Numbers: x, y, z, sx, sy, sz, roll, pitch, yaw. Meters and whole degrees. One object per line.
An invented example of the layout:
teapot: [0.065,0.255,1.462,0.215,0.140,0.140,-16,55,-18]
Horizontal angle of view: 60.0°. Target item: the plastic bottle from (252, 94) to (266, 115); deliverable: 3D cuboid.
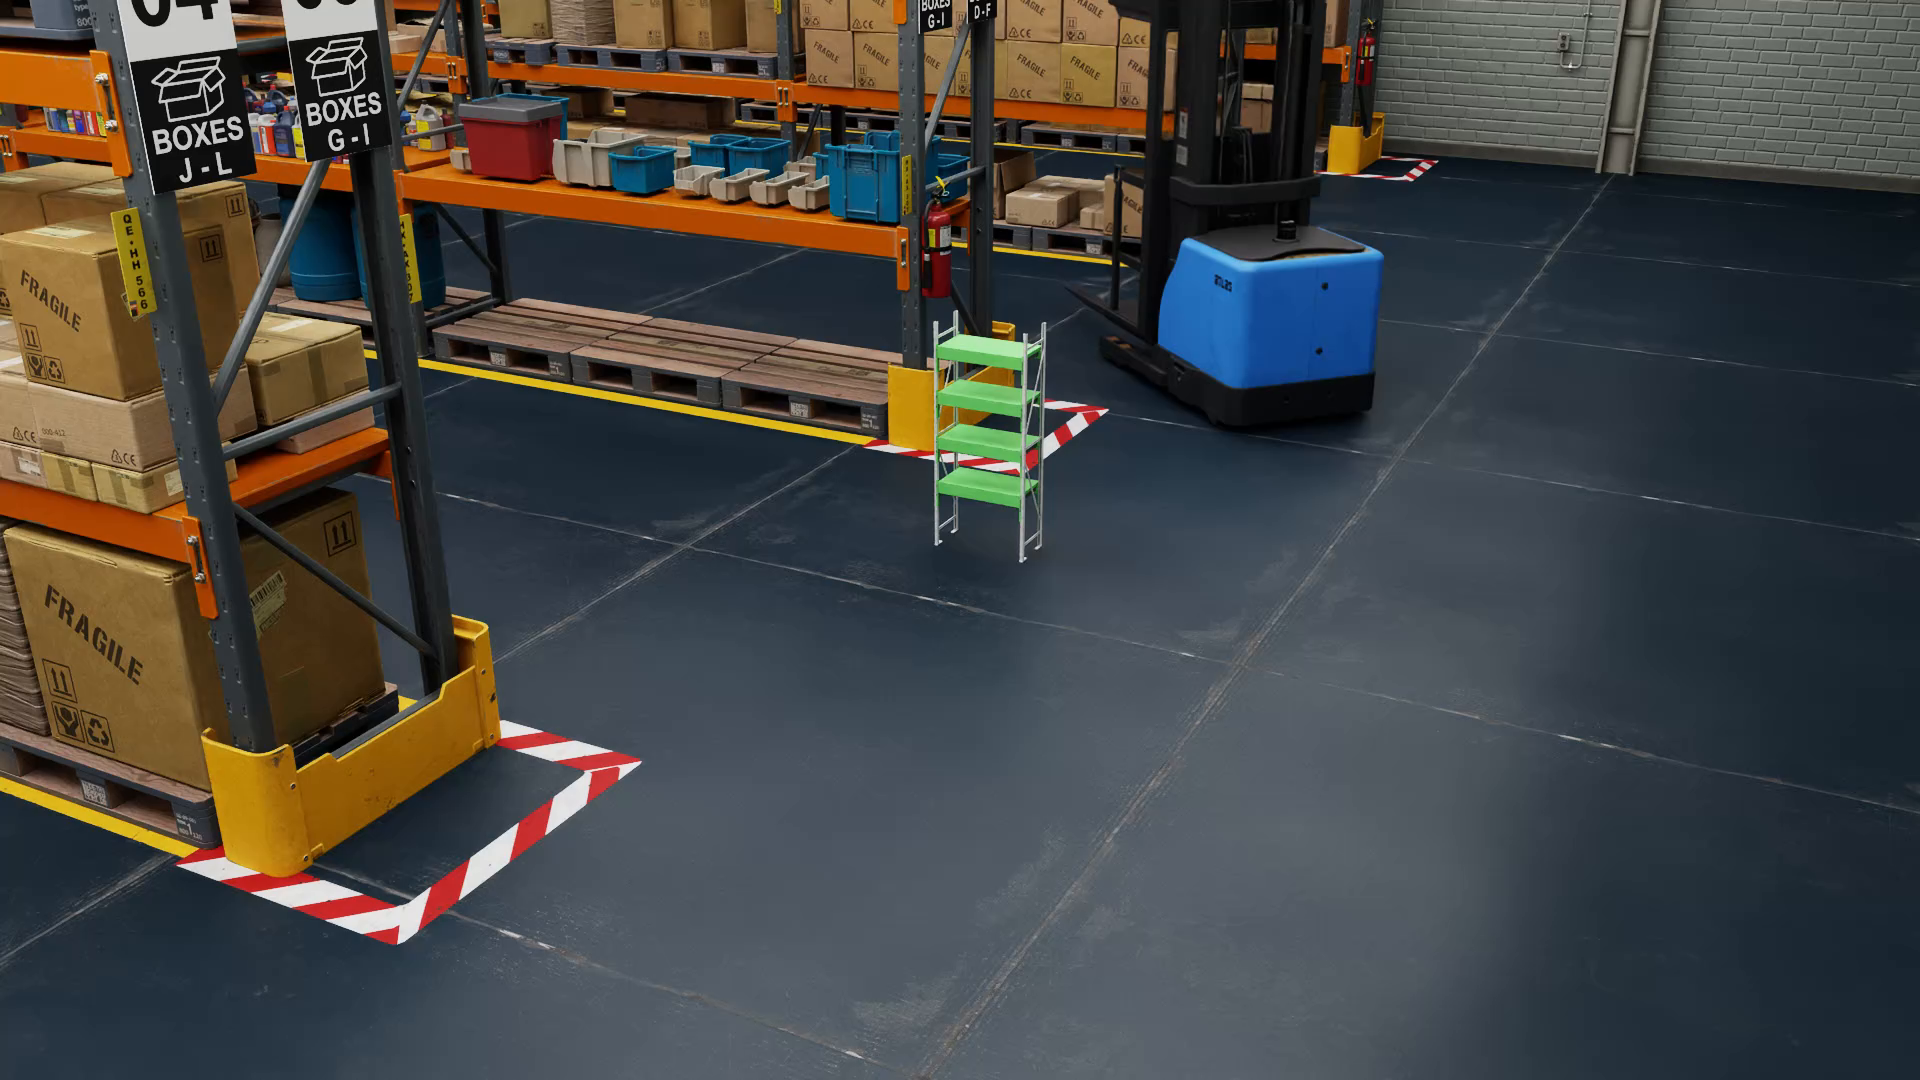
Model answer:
plastic bottle: [-5.377,-3.294,12.811,0.133,0.283,0.061,11,25,25]

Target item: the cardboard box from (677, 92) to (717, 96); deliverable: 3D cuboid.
cardboard box: [-3.403,-6.170,22.058,0.500,0.500,0.700,12,26,25]

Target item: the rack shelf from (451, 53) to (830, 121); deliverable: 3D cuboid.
rack shelf: [-3.184,-4.594,16.640,4.000,0.370,1.077,11,25,25]

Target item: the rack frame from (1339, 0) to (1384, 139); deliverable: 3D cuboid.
rack frame: [4.403,-5.597,18.077,0.127,3.000,1.000,11,25,25]

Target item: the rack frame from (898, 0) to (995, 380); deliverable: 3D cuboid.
rack frame: [-0.067,-2.137,9.941,0.127,3.000,1.000,11,25,25]

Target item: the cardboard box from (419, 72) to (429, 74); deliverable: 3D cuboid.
cardboard box: [-7.725,-6.896,24.212,0.250,0.149,0.380,9,25,20]

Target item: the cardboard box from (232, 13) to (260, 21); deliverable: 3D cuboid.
cardboard box: [-8.079,-5.844,18.851,0.500,0.250,0.500,13,26,28]

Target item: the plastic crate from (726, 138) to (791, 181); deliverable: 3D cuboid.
plastic crate: [-1.314,-2.478,10.882,0.300,0.233,0.416,11,25,25]

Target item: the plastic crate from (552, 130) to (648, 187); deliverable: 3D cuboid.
plastic crate: [-2.357,-2.482,10.828,0.530,0.282,0.437,11,25,25]

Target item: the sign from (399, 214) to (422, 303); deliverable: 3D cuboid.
sign: [-2.046,-1.034,6.142,0.005,0.325,0.100,11,25,25]

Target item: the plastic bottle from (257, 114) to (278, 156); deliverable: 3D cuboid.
plastic bottle: [-4.911,-2.896,11.886,0.135,0.276,0.152,11,25,25]

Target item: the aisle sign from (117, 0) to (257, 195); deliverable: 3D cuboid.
aisle sign: [-2.373,-1.486,5.089,0.004,0.787,0.394,11,25,25]

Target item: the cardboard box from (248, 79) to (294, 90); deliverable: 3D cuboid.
cardboard box: [-8.047,-5.199,19.404,0.500,0.311,0.500,11,25,25]

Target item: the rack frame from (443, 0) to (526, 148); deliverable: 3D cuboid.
rack frame: [-4.968,-5.279,17.329,0.127,3.000,1.000,11,25,25]

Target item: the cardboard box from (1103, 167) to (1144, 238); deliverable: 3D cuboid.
cardboard box: [1.575,-2.928,14.434,0.500,0.500,0.500,11,25,25]

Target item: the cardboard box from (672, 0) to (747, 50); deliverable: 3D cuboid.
cardboard box: [-2.363,-5.073,16.180,0.500,0.500,0.700,16,28,33]

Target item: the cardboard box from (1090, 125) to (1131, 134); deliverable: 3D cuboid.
cardboard box: [1.901,-5.088,19.539,0.500,0.500,0.700,11,25,24]

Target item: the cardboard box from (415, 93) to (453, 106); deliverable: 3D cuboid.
cardboard box: [-5.776,-4.749,18.345,0.500,0.311,0.500,11,25,23]

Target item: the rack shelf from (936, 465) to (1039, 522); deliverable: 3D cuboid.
rack shelf: [0.148,-0.243,8.565,0.480,0.148,0.258,11,25,25]

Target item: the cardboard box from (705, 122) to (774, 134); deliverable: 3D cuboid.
cardboard box: [-2.201,-3.885,16.685,0.500,0.500,0.500,12,26,25]

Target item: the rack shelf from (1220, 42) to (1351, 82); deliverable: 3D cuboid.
rack shelf: [2.618,-5.619,19.048,4.000,0.370,1.077,11,25,25]

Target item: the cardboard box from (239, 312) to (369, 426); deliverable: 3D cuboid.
cardboard box: [-2.609,-0.654,6.266,0.500,0.250,0.500,10,25,23]

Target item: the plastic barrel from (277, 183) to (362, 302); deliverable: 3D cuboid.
plastic barrel: [-4.747,-2.298,12.464,0.708,0.901,0.600,11,25,25]

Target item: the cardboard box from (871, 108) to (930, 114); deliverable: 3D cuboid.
cardboard box: [-0.600,-5.732,20.606,0.750,0.750,0.750,12,26,26]

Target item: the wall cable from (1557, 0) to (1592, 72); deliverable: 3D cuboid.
wall cable: [5.972,-6.168,18.124,1.851,1.984,0.084,11,25,25]

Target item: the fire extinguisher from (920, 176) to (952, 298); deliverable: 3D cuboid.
fire extinguisher: [-0.138,-1.744,9.593,0.183,0.674,0.296,11,25,25]

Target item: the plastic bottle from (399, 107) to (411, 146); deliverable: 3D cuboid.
plastic bottle: [-4.089,-3.052,12.259,0.097,0.271,0.097,0,23,0]

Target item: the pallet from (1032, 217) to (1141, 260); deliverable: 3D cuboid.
pallet: [1.391,-2.736,14.915,1.213,0.211,1.003,11,25,25]

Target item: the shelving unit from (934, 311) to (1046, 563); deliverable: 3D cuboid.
shelving unit: [0.148,-0.523,8.446,0.503,1.200,0.258,11,25,25]

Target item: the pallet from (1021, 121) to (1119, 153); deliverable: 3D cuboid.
pallet: [1.476,-4.858,19.904,1.213,0.211,1.003,11,25,25]

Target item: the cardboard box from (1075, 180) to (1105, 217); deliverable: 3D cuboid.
cardboard box: [1.368,-3.086,15.126,0.500,0.250,0.500,11,25,25]

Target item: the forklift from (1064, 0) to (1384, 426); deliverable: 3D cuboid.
forklift: [1.633,-2.595,11.107,1.130,2.935,3.031,-8,24,-18]

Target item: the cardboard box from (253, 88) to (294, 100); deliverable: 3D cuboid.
cardboard box: [-7.837,-4.921,18.748,0.500,0.311,0.500,11,25,24]

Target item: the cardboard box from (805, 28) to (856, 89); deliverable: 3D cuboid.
cardboard box: [-1.067,-4.433,15.213,0.500,0.500,0.500,12,26,26]

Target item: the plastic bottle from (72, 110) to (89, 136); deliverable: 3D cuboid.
plastic bottle: [-6.694,-3.232,12.667,0.133,0.283,0.061,11,25,25]

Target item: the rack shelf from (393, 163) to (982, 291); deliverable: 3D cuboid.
rack shelf: [-1.852,-2.159,10.912,4.000,0.370,1.077,11,25,25]

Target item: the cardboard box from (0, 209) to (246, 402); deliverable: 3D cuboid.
cardboard box: [-2.855,-0.814,5.684,0.500,0.500,0.500,12,26,25]

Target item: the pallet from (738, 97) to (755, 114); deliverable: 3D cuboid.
pallet: [-3.433,-5.865,22.270,1.213,0.211,1.003,11,25,25]

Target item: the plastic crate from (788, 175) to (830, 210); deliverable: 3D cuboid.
plastic crate: [-0.877,-2.124,10.171,0.243,0.136,0.396,11,25,25]

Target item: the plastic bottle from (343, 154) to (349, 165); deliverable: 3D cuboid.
plastic bottle: [-4.250,-2.719,11.565,0.097,0.201,0.097,0,23,0]

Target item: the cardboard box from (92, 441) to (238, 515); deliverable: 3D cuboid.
cardboard box: [-2.768,-0.239,5.800,0.250,0.149,0.380,12,26,26]

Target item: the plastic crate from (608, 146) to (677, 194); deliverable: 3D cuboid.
plastic crate: [-2.016,-2.360,10.604,0.300,0.233,0.416,11,25,25]

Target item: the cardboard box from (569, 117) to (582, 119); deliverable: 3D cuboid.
cardboard box: [-4.028,-4.248,17.537,0.500,0.500,0.500,12,26,27]

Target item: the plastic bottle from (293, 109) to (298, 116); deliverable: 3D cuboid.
plastic bottle: [-4.705,-2.951,11.920,0.185,0.351,0.144,11,25,25]

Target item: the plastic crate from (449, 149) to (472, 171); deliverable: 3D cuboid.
plastic crate: [-3.286,-2.617,11.331,0.243,0.136,0.396,11,25,25]

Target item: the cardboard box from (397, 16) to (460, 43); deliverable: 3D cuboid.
cardboard box: [-5.679,-5.463,17.877,0.500,0.311,0.500,11,25,24]

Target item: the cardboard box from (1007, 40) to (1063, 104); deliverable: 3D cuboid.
cardboard box: [0.741,-4.076,14.375,0.500,0.500,0.500,11,26,25]

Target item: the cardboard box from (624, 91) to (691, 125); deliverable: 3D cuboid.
cardboard box: [-3.061,-4.405,16.949,0.500,0.250,0.500,11,25,24]

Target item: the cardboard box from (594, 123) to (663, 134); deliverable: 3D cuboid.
cardboard box: [-3.308,-3.879,16.671,0.500,0.500,0.500,10,25,23]

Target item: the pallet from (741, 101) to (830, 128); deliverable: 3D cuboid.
pallet: [-2.067,-5.561,21.555,1.213,0.211,1.003,11,25,25]

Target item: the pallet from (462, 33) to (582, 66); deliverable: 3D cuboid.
pallet: [-4.332,-5.095,17.143,1.003,0.211,1.213,11,25,25]

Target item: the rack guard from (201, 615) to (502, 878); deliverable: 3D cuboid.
rack guard: [-2.281,0.748,6.353,0.348,0.500,1.175,11,25,25]

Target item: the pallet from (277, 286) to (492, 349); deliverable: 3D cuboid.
pallet: [-4.307,-1.710,12.502,1.213,0.211,1.003,11,25,25]

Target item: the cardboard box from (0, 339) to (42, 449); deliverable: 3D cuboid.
cardboard box: [-3.307,-0.557,6.039,0.500,0.250,0.500,11,25,24]

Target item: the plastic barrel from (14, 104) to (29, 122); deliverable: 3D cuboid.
plastic barrel: [-7.757,-3.588,13.180,0.708,0.536,0.600,11,25,25]

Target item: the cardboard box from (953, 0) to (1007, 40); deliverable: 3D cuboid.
cardboard box: [0.275,-4.624,14.385,0.500,0.500,0.500,12,26,26]

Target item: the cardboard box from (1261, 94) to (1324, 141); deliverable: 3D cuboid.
cardboard box: [3.733,-4.728,18.693,0.500,0.500,0.700,11,25,25]

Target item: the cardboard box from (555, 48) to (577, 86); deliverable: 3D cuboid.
cardboard box: [-5.158,-6.570,22.998,0.500,0.500,0.700,11,25,24]

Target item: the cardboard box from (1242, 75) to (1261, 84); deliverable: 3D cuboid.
cardboard box: [3.259,-5.208,18.992,0.250,0.149,0.380,11,26,25]
